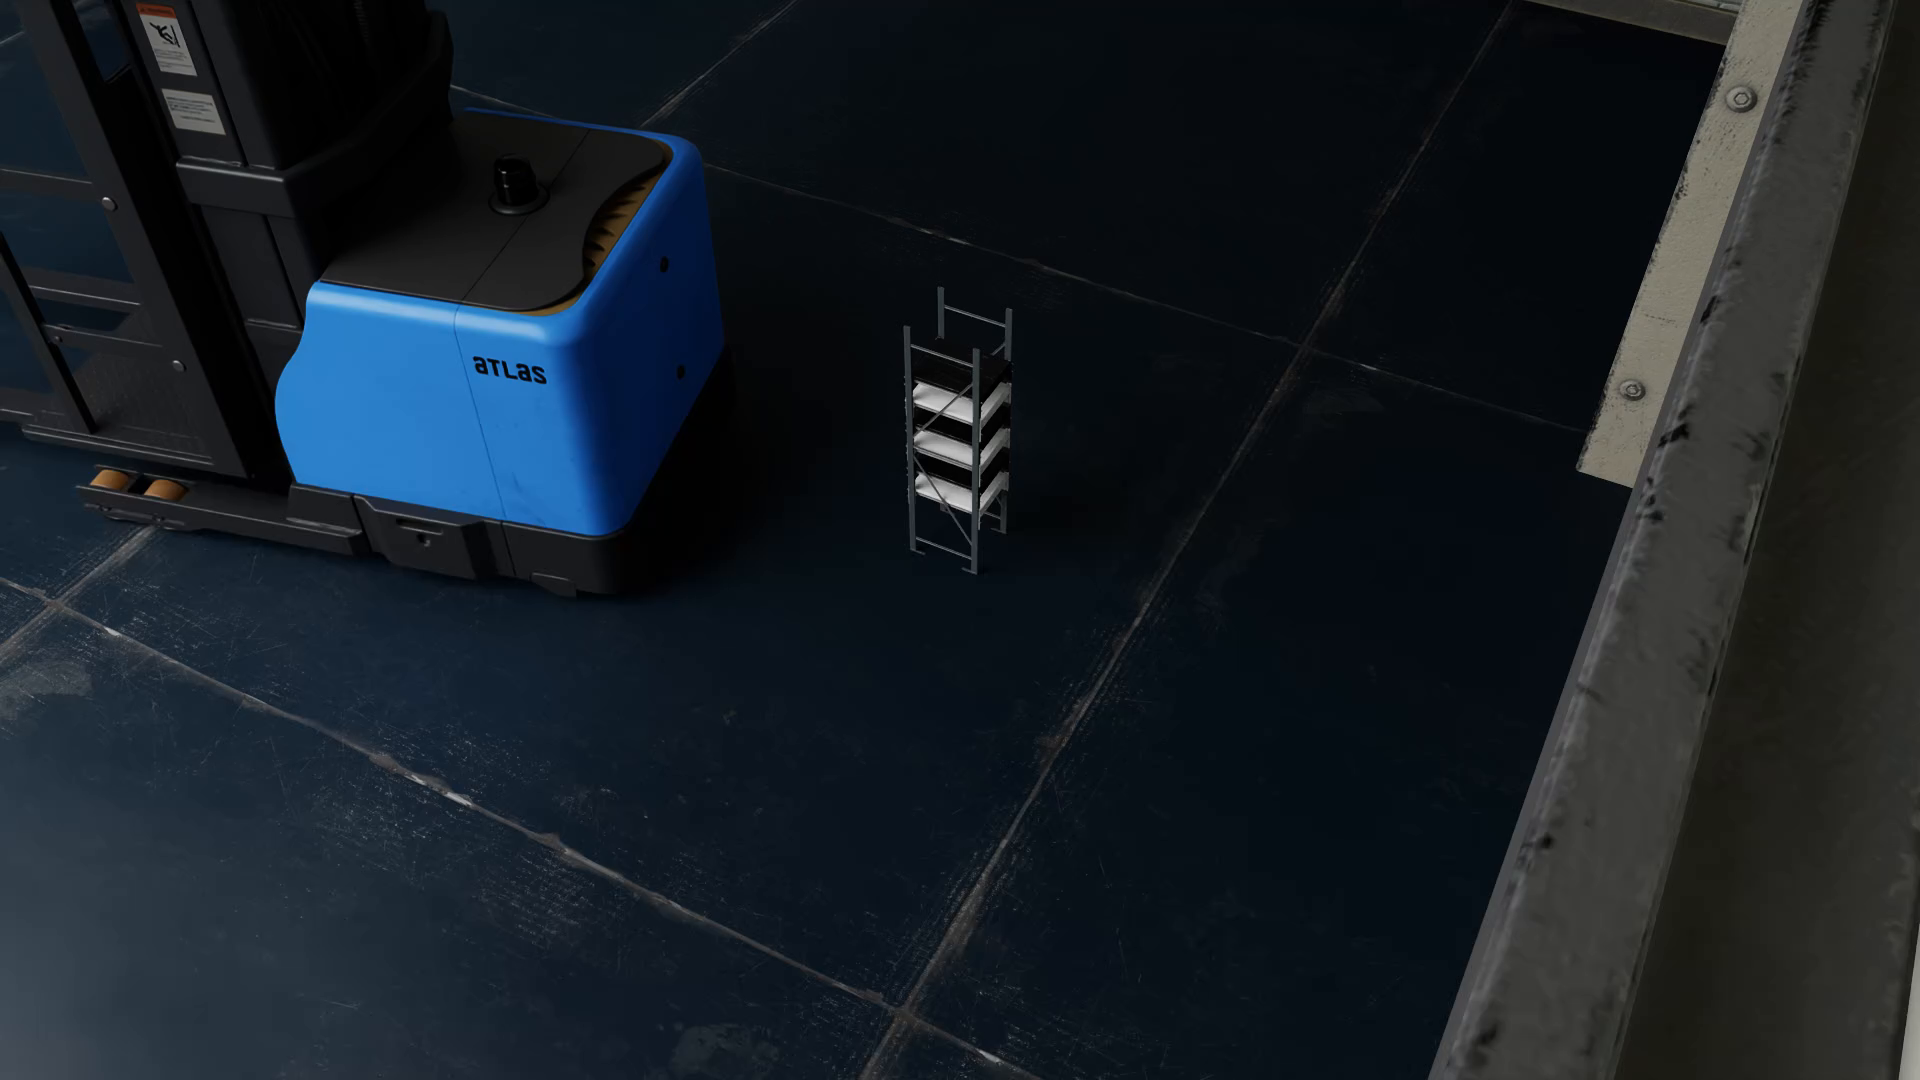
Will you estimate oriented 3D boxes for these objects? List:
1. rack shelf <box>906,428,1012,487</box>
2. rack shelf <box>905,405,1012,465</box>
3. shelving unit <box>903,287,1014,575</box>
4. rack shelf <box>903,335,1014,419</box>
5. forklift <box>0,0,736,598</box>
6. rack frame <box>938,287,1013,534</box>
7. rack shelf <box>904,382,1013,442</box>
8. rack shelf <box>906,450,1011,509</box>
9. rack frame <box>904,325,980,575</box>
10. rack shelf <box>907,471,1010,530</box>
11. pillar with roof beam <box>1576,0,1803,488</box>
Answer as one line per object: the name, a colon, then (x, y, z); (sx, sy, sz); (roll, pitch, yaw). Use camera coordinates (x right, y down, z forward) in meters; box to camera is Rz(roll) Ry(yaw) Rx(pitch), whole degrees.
rack shelf: (-0.004, -0.288, 5.044); (0.258, 0.077, 0.200); (20, 49, 19)
rack shelf: (-0.004, -0.351, 4.980); (0.258, 0.077, 0.200); (20, 49, 19)
shelving unit: (-0.004, -0.311, 5.020); (0.258, 0.900, 0.210); (20, 49, 19)
rack shelf: (-0.004, -0.478, 4.852); (0.258, 0.077, 0.200); (20, 49, 19)
forklift: (-2.344, -1.416, 4.684); (3.031, 2.935, 1.130); (10, 46, 10)
rack frame: (0.043, -0.375, 5.084); (0.240, 0.900, 0.006); (20, 49, 19)
rack shelf: (-0.004, -0.414, 4.916); (0.258, 0.077, 0.200); (20, 49, 19)
rack shelf: (-0.004, -0.225, 5.108); (0.258, 0.077, 0.200); (20, 49, 19)
rack frame: (-0.051, -0.247, 4.957); (0.240, 0.900, 0.006); (20, 49, 19)
rack shelf: (-0.004, -0.161, 5.172); (0.258, 0.077, 0.200); (20, 49, 19)
pillar with roof beam: (-1.521, -4.895, 3.856); (9.100, 9.000, 0.400); (20, 49, 19)
